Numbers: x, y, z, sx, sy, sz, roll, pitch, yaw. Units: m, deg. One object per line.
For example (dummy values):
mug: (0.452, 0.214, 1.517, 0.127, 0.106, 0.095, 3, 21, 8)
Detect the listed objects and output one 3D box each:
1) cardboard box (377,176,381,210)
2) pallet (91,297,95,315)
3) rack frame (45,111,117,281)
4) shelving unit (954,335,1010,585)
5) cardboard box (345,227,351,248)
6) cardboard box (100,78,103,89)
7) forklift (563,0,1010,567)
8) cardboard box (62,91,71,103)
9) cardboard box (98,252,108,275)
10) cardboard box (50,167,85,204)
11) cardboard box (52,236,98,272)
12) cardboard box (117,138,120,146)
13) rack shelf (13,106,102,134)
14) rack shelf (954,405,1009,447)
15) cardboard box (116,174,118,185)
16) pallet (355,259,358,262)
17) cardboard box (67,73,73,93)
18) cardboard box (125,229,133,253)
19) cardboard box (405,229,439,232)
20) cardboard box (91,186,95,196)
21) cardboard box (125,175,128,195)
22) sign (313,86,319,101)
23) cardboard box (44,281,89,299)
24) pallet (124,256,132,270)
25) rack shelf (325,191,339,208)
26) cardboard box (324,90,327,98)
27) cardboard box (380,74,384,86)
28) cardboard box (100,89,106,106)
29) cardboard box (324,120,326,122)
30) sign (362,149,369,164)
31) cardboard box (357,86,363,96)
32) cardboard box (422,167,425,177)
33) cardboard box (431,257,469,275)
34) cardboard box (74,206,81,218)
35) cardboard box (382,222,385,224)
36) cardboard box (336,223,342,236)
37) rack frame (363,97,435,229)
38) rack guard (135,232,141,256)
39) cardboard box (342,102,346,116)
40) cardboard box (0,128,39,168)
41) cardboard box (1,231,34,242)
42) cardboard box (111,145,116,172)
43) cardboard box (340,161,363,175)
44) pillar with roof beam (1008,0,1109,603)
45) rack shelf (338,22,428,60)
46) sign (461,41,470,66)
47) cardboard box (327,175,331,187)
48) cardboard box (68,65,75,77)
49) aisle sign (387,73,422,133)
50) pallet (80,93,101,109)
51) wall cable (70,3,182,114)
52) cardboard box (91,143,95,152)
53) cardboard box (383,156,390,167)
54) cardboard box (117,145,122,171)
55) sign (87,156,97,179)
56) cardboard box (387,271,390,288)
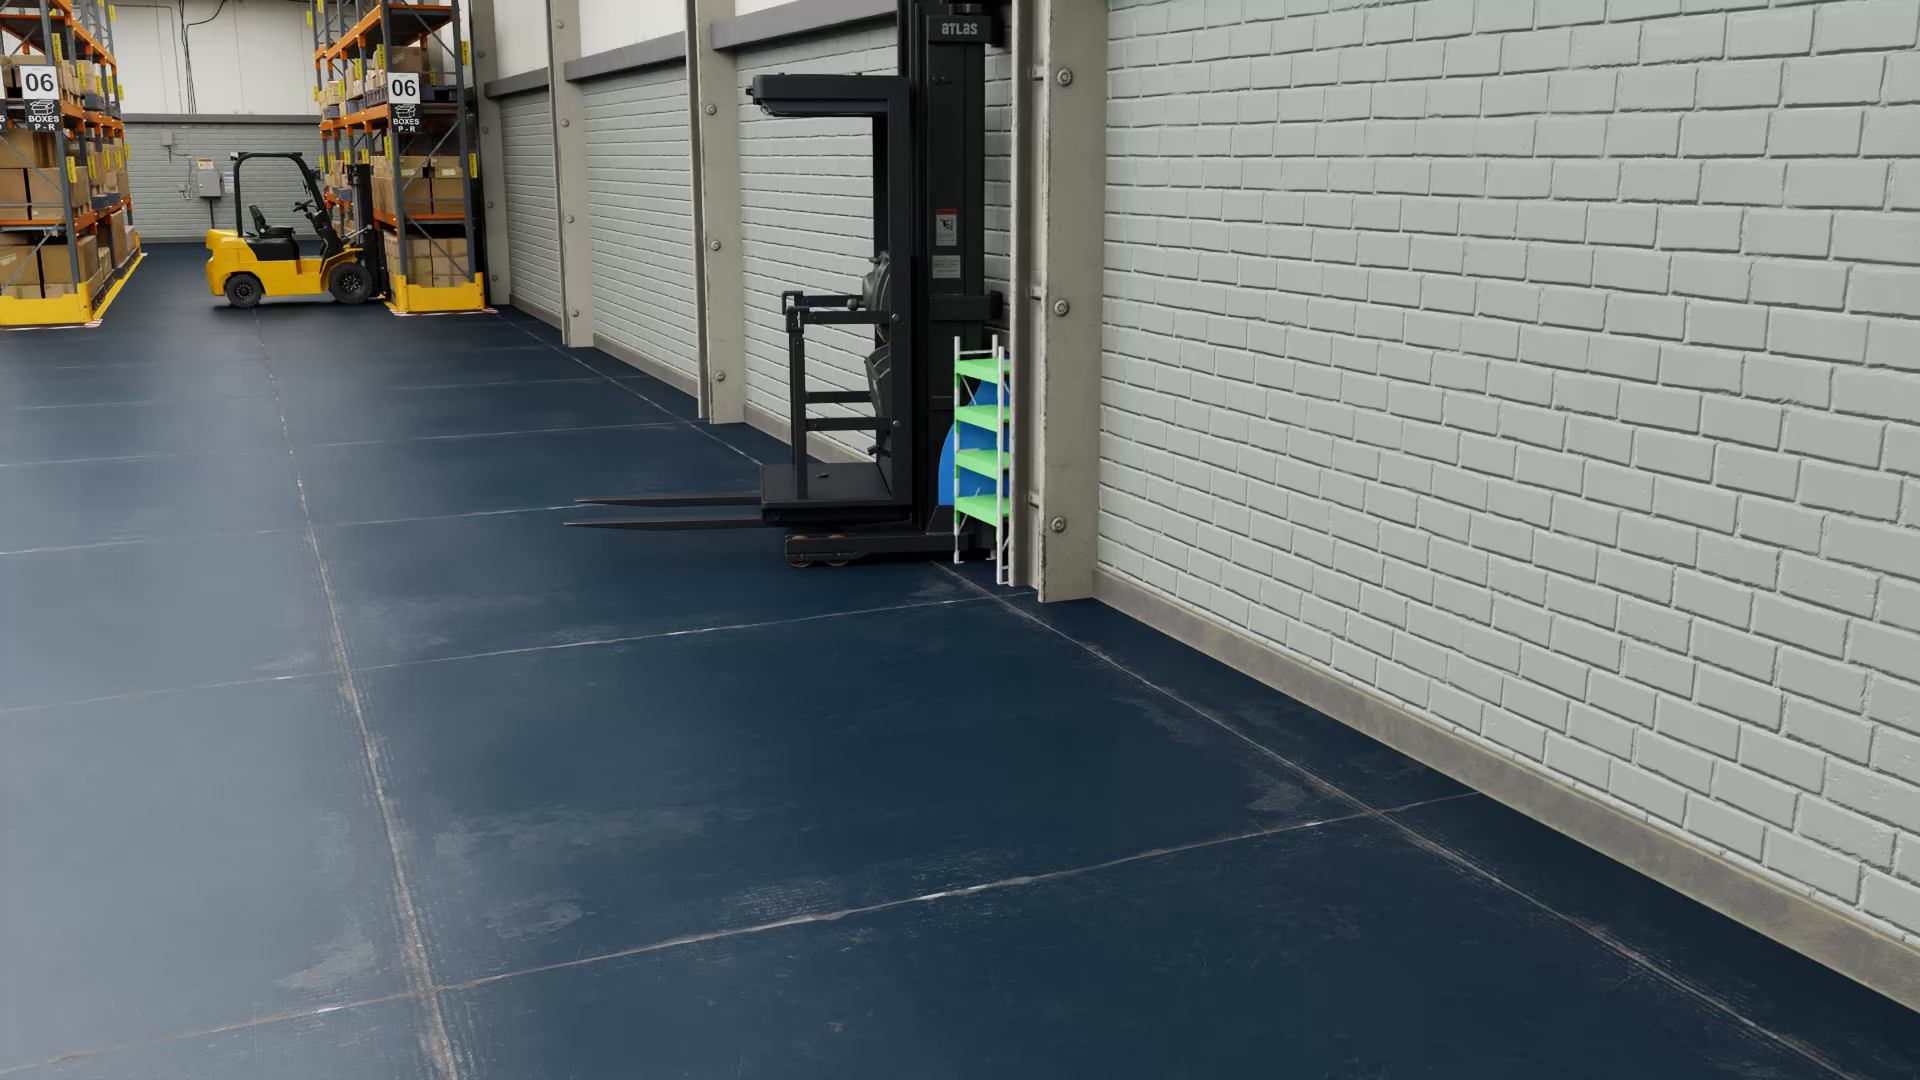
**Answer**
cardboard box: (-8.532, -5.254, 25.198, 0.500, 0.500, 0.500, -6, 14, -24)
pallet: (-12.166, -3.084, 22.228, 1.003, 0.211, 1.213, -6, 14, -23)
rack frame: (-15.047, -5.909, 28.248, 1.000, 3.000, 0.127, -6, 14, -23)
shelving unit: (0.190, -0.421, 8.523, 0.258, 1.200, 0.503, -6, 15, -26)
cardboard box: (-11.893, -5.942, 33.002, 0.500, 0.500, 0.500, -6, 14, -24)
cardboard box: (-16.693, -8.639, 32.017, 0.500, 0.500, 0.500, -5, 14, -22)
forklift: (-0.625, -1.410, 8.963, 3.031, 2.935, 1.130, -2, 13, -7)
cardboard box: (-12.199, -5.959, 22.371, 0.380, 0.149, 0.250, -5, 14, -22)
cardboard box: (-14.228, -4.407, 26.654, 0.950, 0.372, 0.625, -5, 14, -21)
cardboard box: (-12.405, -4.889, 22.959, 0.500, 0.500, 0.500, -6, 14, -24)
cardboard box: (-12.756, -4.110, 23.979, 0.500, 0.500, 0.500, -5, 14, -22)
cardboard box: (-17.557, -8.206, 34.294, 0.380, 0.149, 0.250, -5, 14, -22)
rack shelf: (-14.246, -6.607, 26.205, 1.077, 0.370, 4.000, -6, 14, -23)
rack shelf: (0.191, -0.592, 8.483, 0.258, 0.148, 0.480, -6, 15, -26)
cardboard box: (-16.250, -6.837, 31.480, 0.500, 0.250, 0.500, -6, 14, -23)
pallet: (-10.765, -5.157, 31.184, 1.003, 0.211, 1.213, -6, 14, -23)
cardboard box: (-12.409, -6.234, 22.674, 0.500, 0.250, 0.500, -5, 14, -22)
cardboard box: (-17.162, -6.016, 33.461, 0.875, 0.438, 0.875, -6, 14, -25)
cardboard box: (-8.524, -4.799, 26.404, 0.500, 0.250, 0.500, -5, 14, -22)
cardboard box: (-13.377, -5.307, 25.275, 0.380, 0.149, 0.250, -5, 14, -22)
cardboard box: (-17.414, -7.324, 34.141, 0.500, 0.500, 0.500, -5, 14, -21)
sign: (-14.202, -9.849, 36.681, 0.100, 0.325, 0.005, -6, 14, -23)
cardboard box: (-11.912, -3.313, 22.197, 0.500, 0.250, 0.500, -6, 14, -23)
pallet: (-16.271, -5.224, 31.474, 1.003, 0.211, 1.213, -6, 14, -23)
rack shelf: (-12.904, -7.247, 35.625, 1.077, 0.370, 4.000, -6, 14, -23)
cardboard box: (-12.385, -8.820, 32.919, 0.380, 0.149, 0.250, -5, 14, -21)
cardboard box: (-7.906, -6.441, 23.300, 0.380, 0.149, 0.250, -6, 14, -25)
cardboard box: (-16.104, -8.195, 30.738, 0.500, 0.311, 0.500, -6, 14, -23)
cardboard box: (-13.265, -8.937, 35.238, 0.380, 0.149, 0.250, -6, 14, -23)
sign: (-9.391, -6.006, 26.276, 0.100, 0.325, 0.005, -6, 14, -23)
cardboard box: (-9.617, -7.324, 27.112, 0.380, 0.149, 0.250, -6, 14, -23)
cardboard box: (-7.787, -5.482, 24.743, 0.380, 0.149, 0.250, -6, 14, -23)
cardboard box: (-7.294, -3.930, 23.754, 0.500, 0.250, 0.500, -5, 14, -22)
cardboard box: (-11.994, -4.392, 22.252, 0.380, 0.149, 0.250, -5, 14, -22)
cardboard box: (-10.851, -6.012, 31.868, 0.380, 0.149, 0.250, -6, 14, -24)
cardboard box: (-12.824, -6.468, 35.276, 0.700, 0.500, 0.500, -6, 14, -25)
rack frame: (-8.898, -5.532, 26.618, 1.000, 3.000, 0.127, -6, 14, -23)
rack guard: (-18.261, -6.349, 35.692, 1.175, 0.500, 0.348, -6, 14, -23)
cardboard box: (-10.928, -7.830, 30.230, 0.500, 0.250, 0.500, -6, 14, -25)
cardboard box: (-12.247, -5.023, 21.320, 0.700, 0.500, 0.500, -6, 14, -24)
cardboard box: (-12.813, -4.121, 22.588, 0.380, 0.149, 0.250, -5, 14, -21)
cardboard box: (-16.026, -7.095, 30.935, 0.500, 0.500, 0.500, -5, 14, -22)
cardboard box: (-11.324, -6.933, 31.514, 0.797, 0.503, 0.637, -6, 14, -24)
pillar with roof beam: (-3.483, -3.745, 5.596, 9.100, 9.000, 0.400, -6, 14, -23)
rack shelf: (-9.699, -8.322, 27.853, 1.077, 0.370, 4.000, -6, 14, -23)
sign: (-6.785, -6.680, 22.813, 0.100, 0.325, 0.005, -6, 14, -23)
cardboard box: (-13.362, -7.756, 35.902, 0.500, 0.250, 0.500, -6, 14, -24)
cardboard box: (-12.697, -6.614, 23.430, 0.380, 0.149, 0.250, -5, 14, -21)
aisle sign: (-7.539, -5.932, 22.581, 0.394, 0.787, 0.004, -6, 14, -23)
pallet: (-13.594, -6.589, 24.953, 1.213, 0.211, 1.003, -6, 14, -23)
wall cable: (-20.098, -11.702, 39.972, 2.355, 3.000, 0.029, -6, 14, -23)
cardboard box: (-14.133, -6.311, 26.732, 0.380, 0.149, 0.250, -6, 14, -26)
cardboard box: (-8.127, -5.471, 24.038, 0.380, 0.149, 0.250, -5, 14, -22)
cardboard box: (-17.010, -7.603, 33.129, 0.500, 0.500, 0.500, -5, 14, -22)
sign: (-12.951, -5.555, 24.798, 0.100, 0.325, 0.005, -6, 14, -23)
cardboard box: (-8.156, -3.846, 24.504, 0.500, 0.250, 0.500, -5, 14, -22)
